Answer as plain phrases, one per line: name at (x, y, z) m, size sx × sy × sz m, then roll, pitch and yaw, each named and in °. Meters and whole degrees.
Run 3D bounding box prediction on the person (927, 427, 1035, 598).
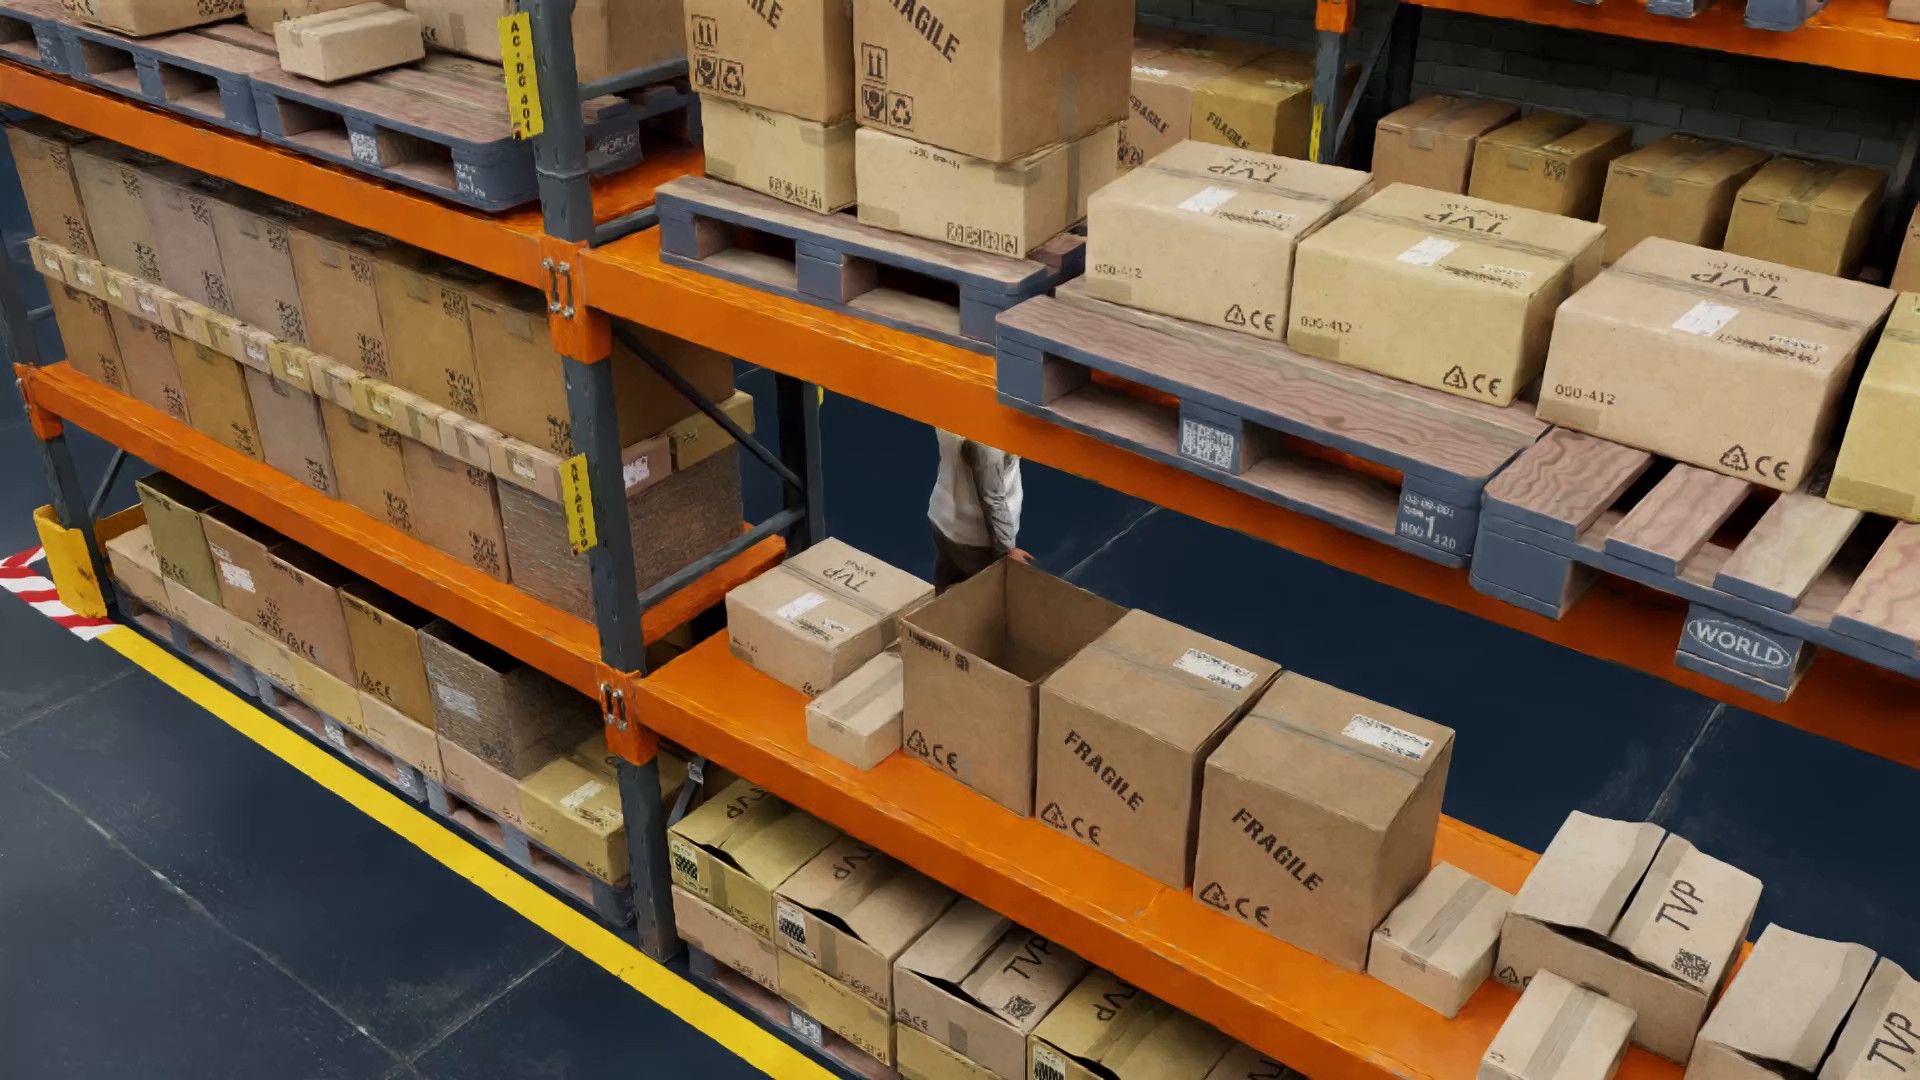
person at (0.108, -0.058, 7.192) m, size 0.598 × 1.774 × 0.639 m, roll -14°, pitch 33°, yaw -22°
